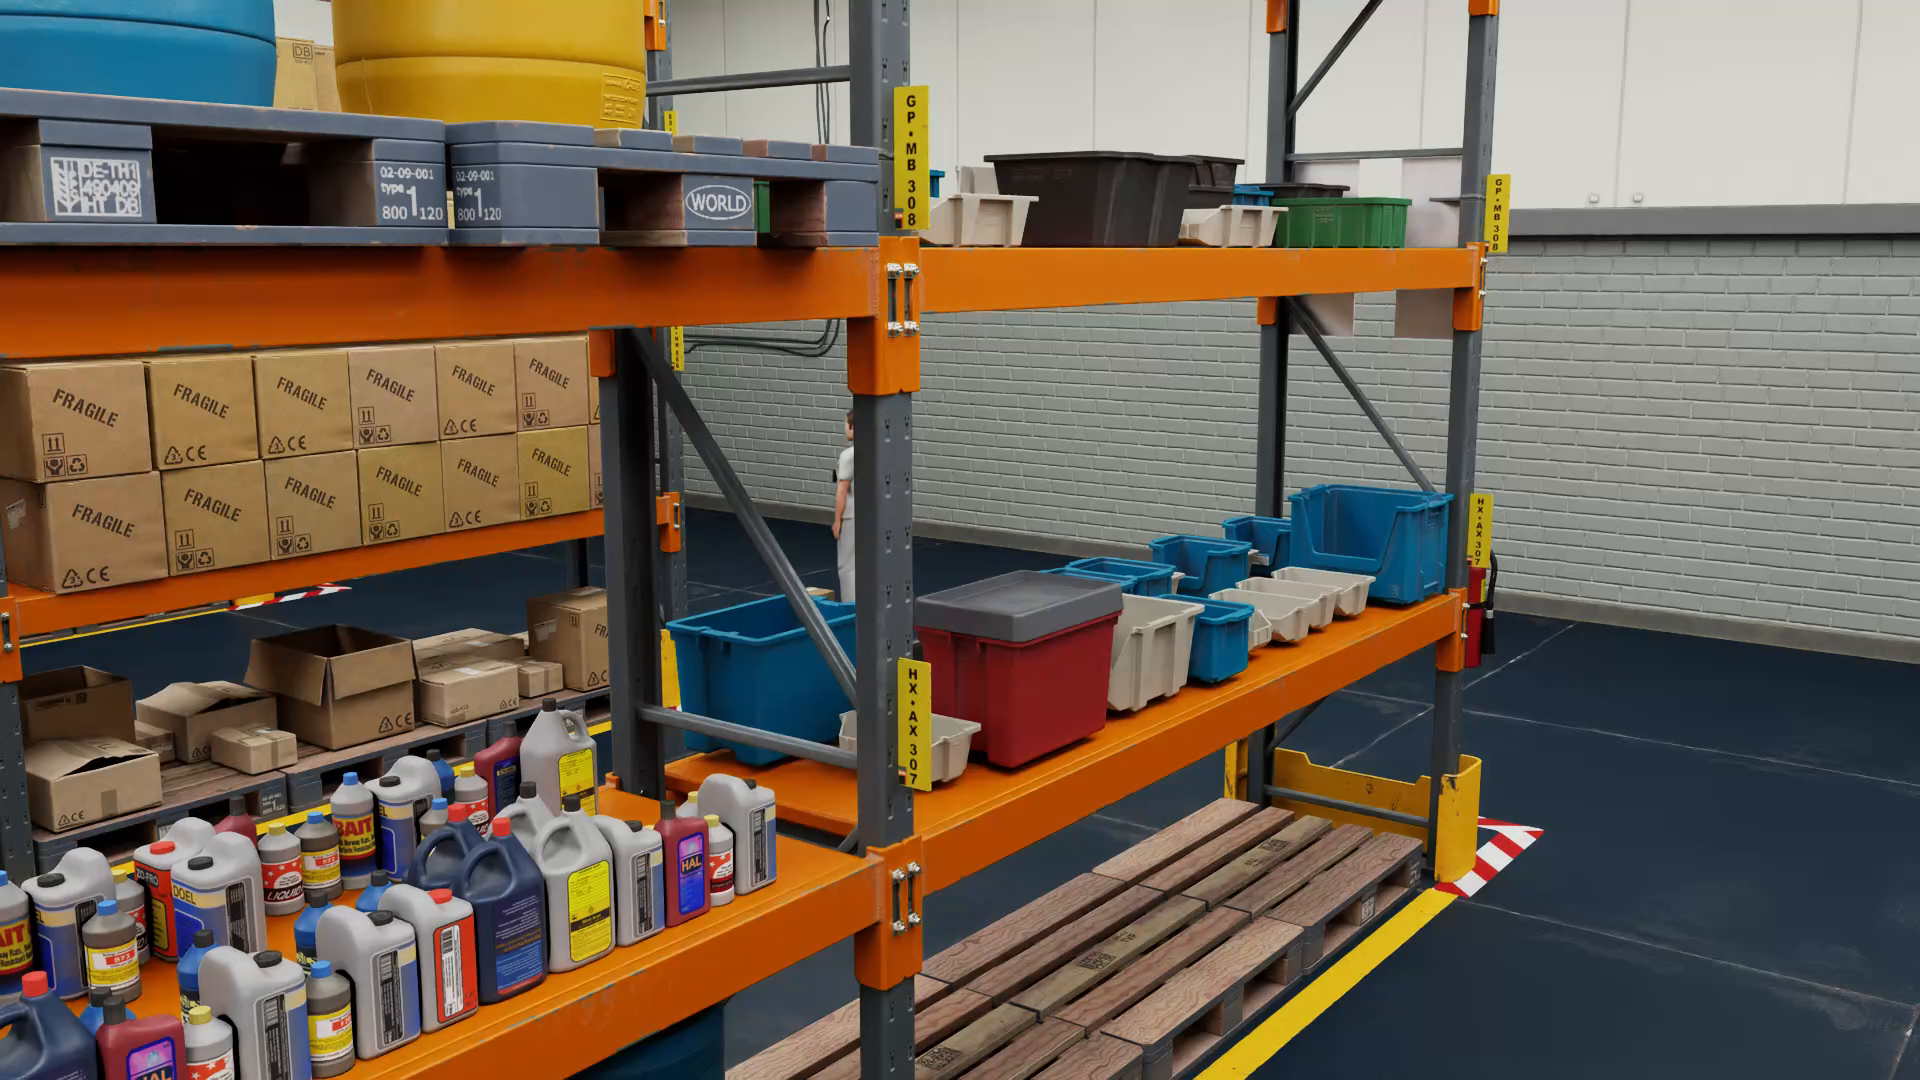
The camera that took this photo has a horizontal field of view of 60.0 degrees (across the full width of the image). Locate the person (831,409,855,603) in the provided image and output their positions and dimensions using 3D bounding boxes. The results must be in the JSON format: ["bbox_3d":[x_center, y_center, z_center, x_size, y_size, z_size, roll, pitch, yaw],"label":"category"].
[{"bbox_3d":[-0.755,-0.124,12.206,0.370,1.658,0.440,8,12,37],"label":"person"}]
